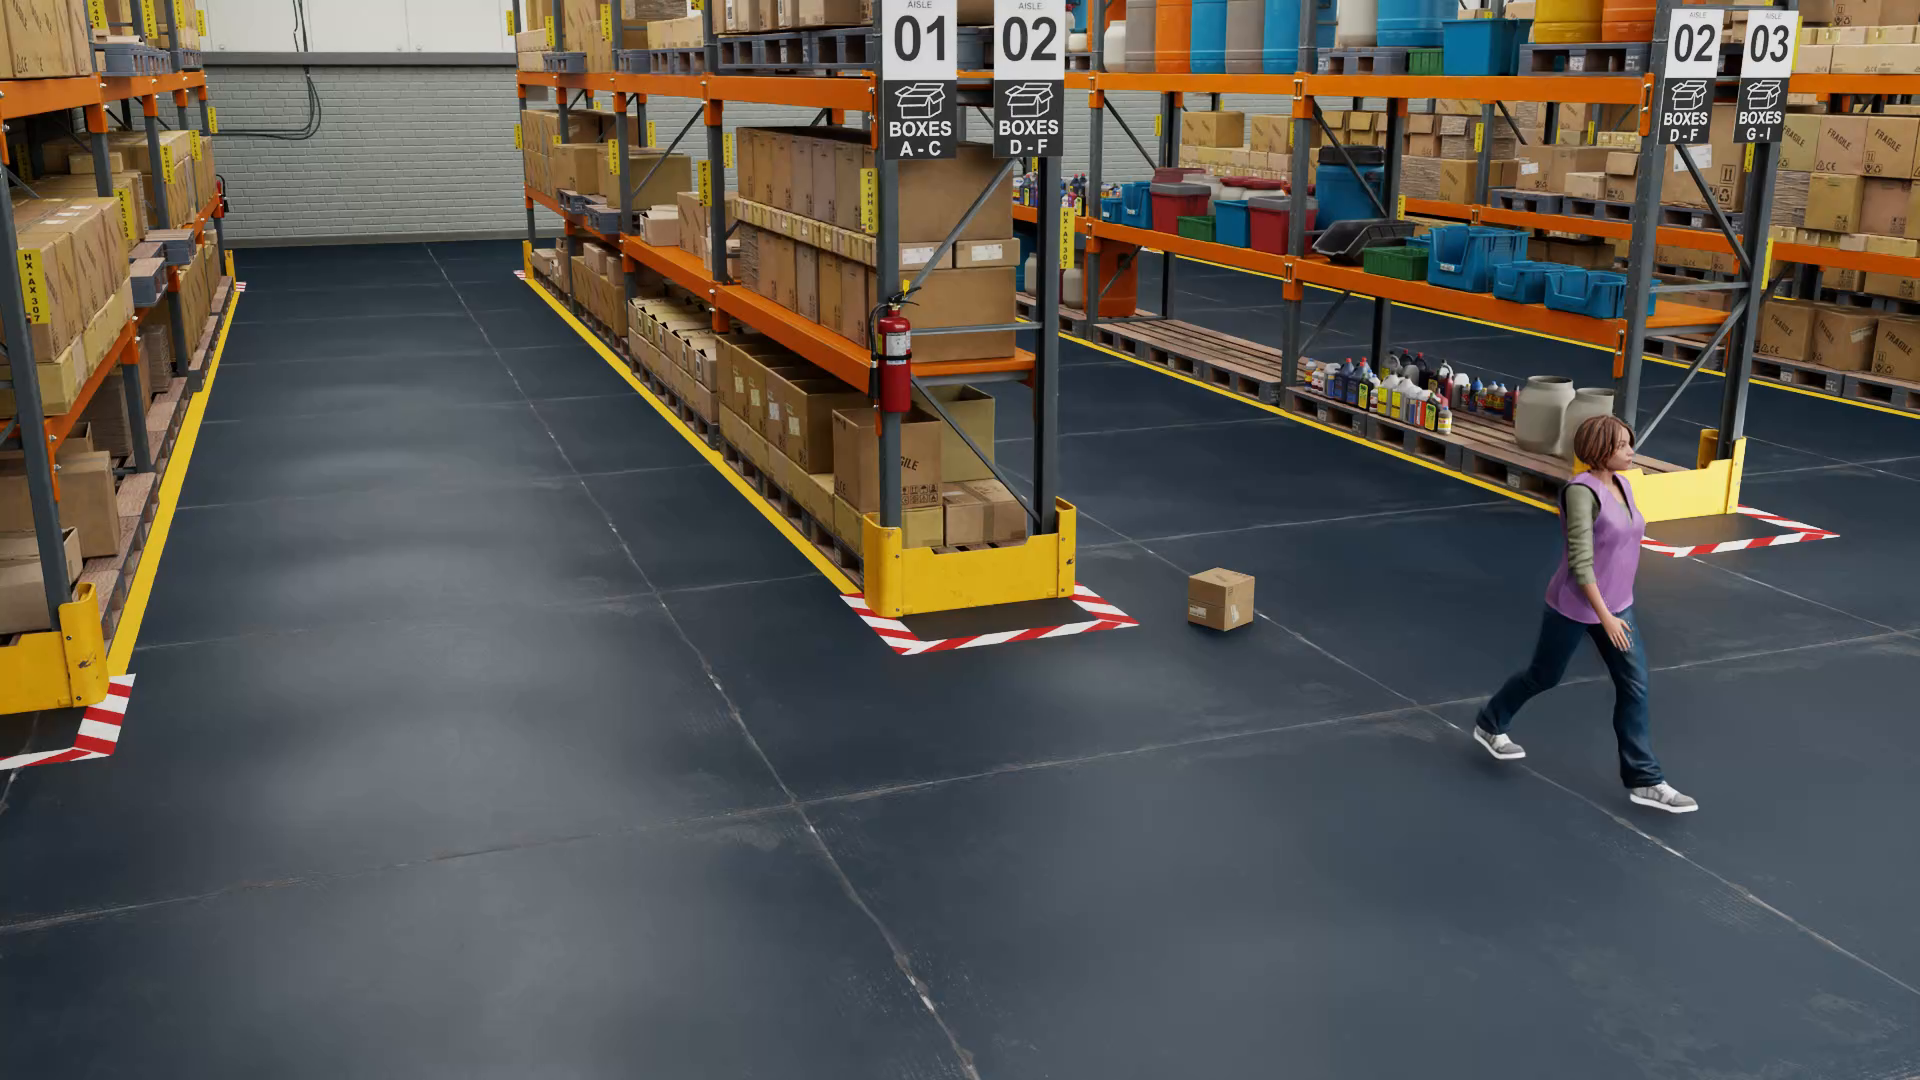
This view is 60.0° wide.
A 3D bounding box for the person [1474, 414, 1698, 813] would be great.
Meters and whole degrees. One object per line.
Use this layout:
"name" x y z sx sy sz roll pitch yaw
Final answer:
"person" 2.516 0.265 6.611 0.405 1.539 0.964 -11 19 -34
